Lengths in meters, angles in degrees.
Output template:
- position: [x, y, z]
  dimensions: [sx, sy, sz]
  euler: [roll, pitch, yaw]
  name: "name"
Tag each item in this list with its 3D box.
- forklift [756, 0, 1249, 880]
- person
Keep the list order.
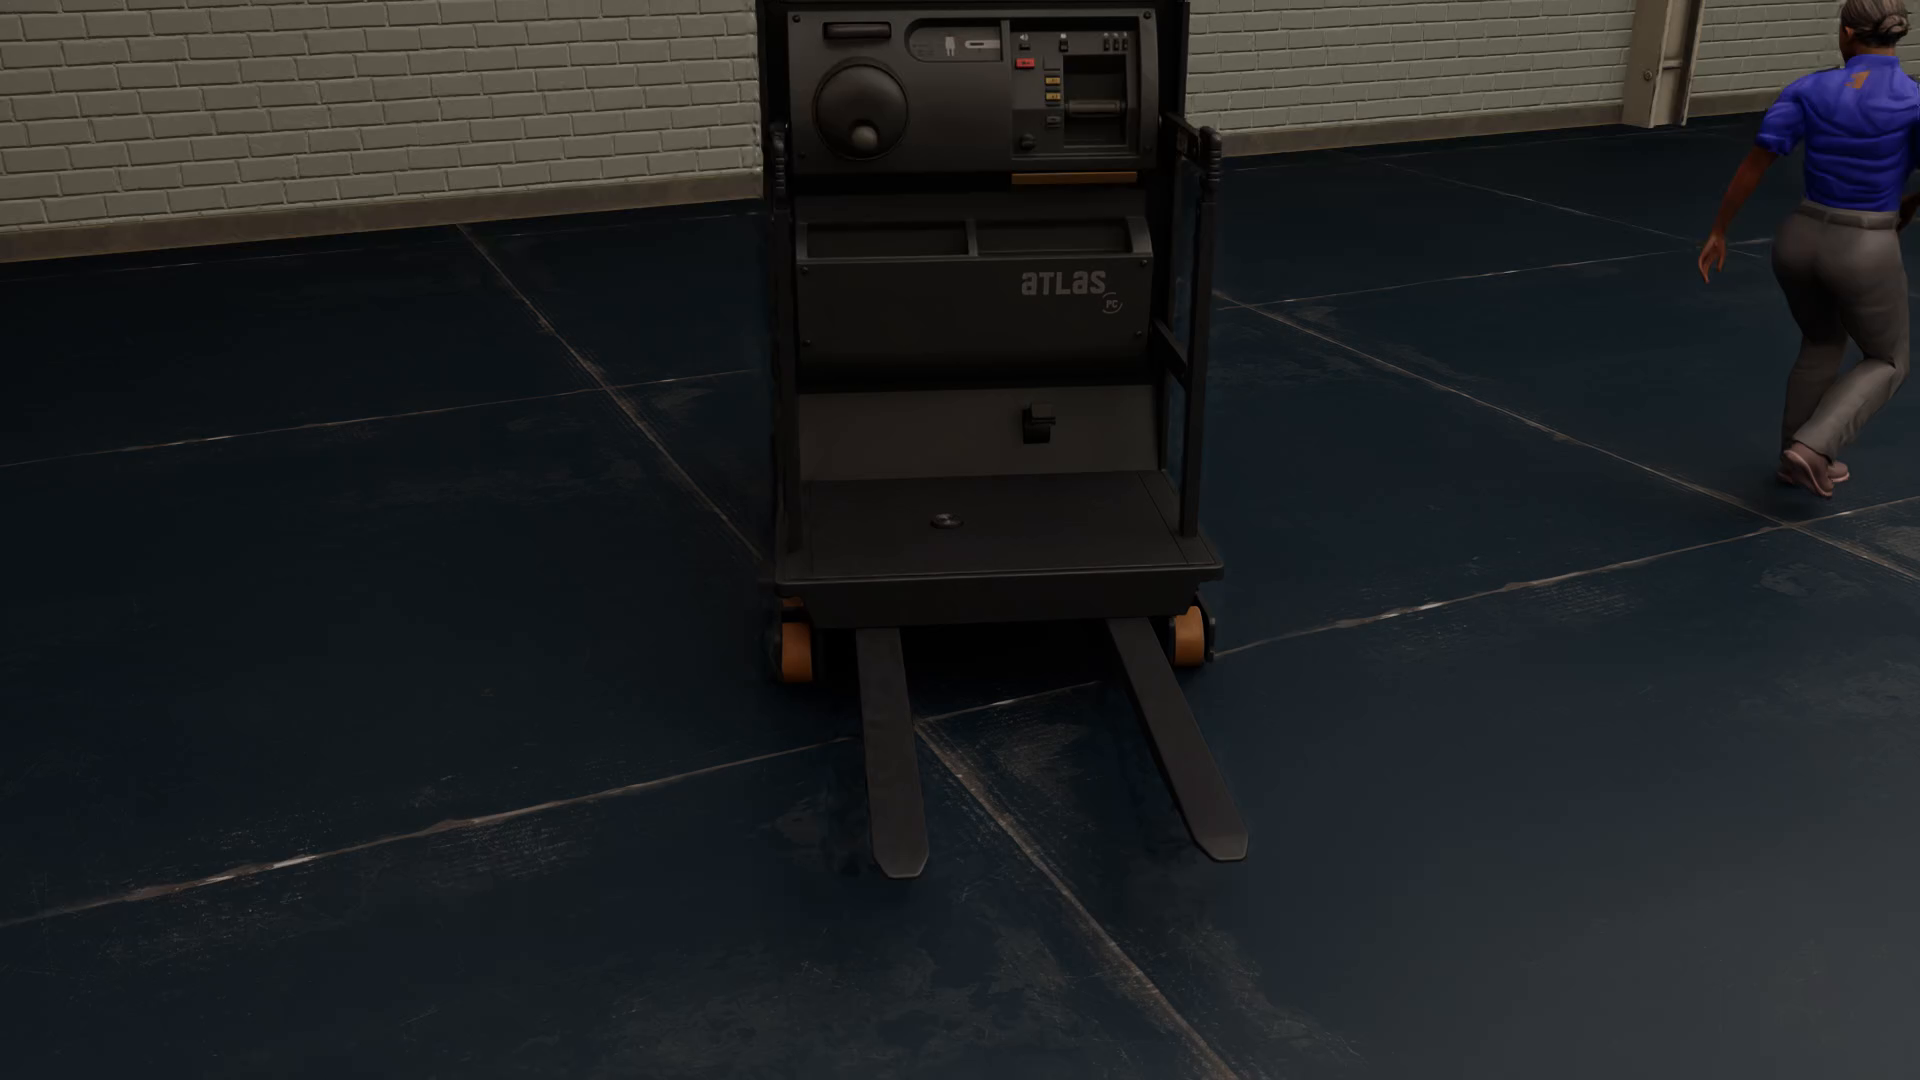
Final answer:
- position: [0.058, -1.120, 3.983]
  dimensions: [1.130, 2.935, 3.031]
  euler: [-2, 23, -5]
  name: "forklift"
- position: [2.745, -0.914, 5.237]
  dimensions: [0.603, 1.603, 0.600]
  euler: [-14, 26, -30]
  name: "person"
